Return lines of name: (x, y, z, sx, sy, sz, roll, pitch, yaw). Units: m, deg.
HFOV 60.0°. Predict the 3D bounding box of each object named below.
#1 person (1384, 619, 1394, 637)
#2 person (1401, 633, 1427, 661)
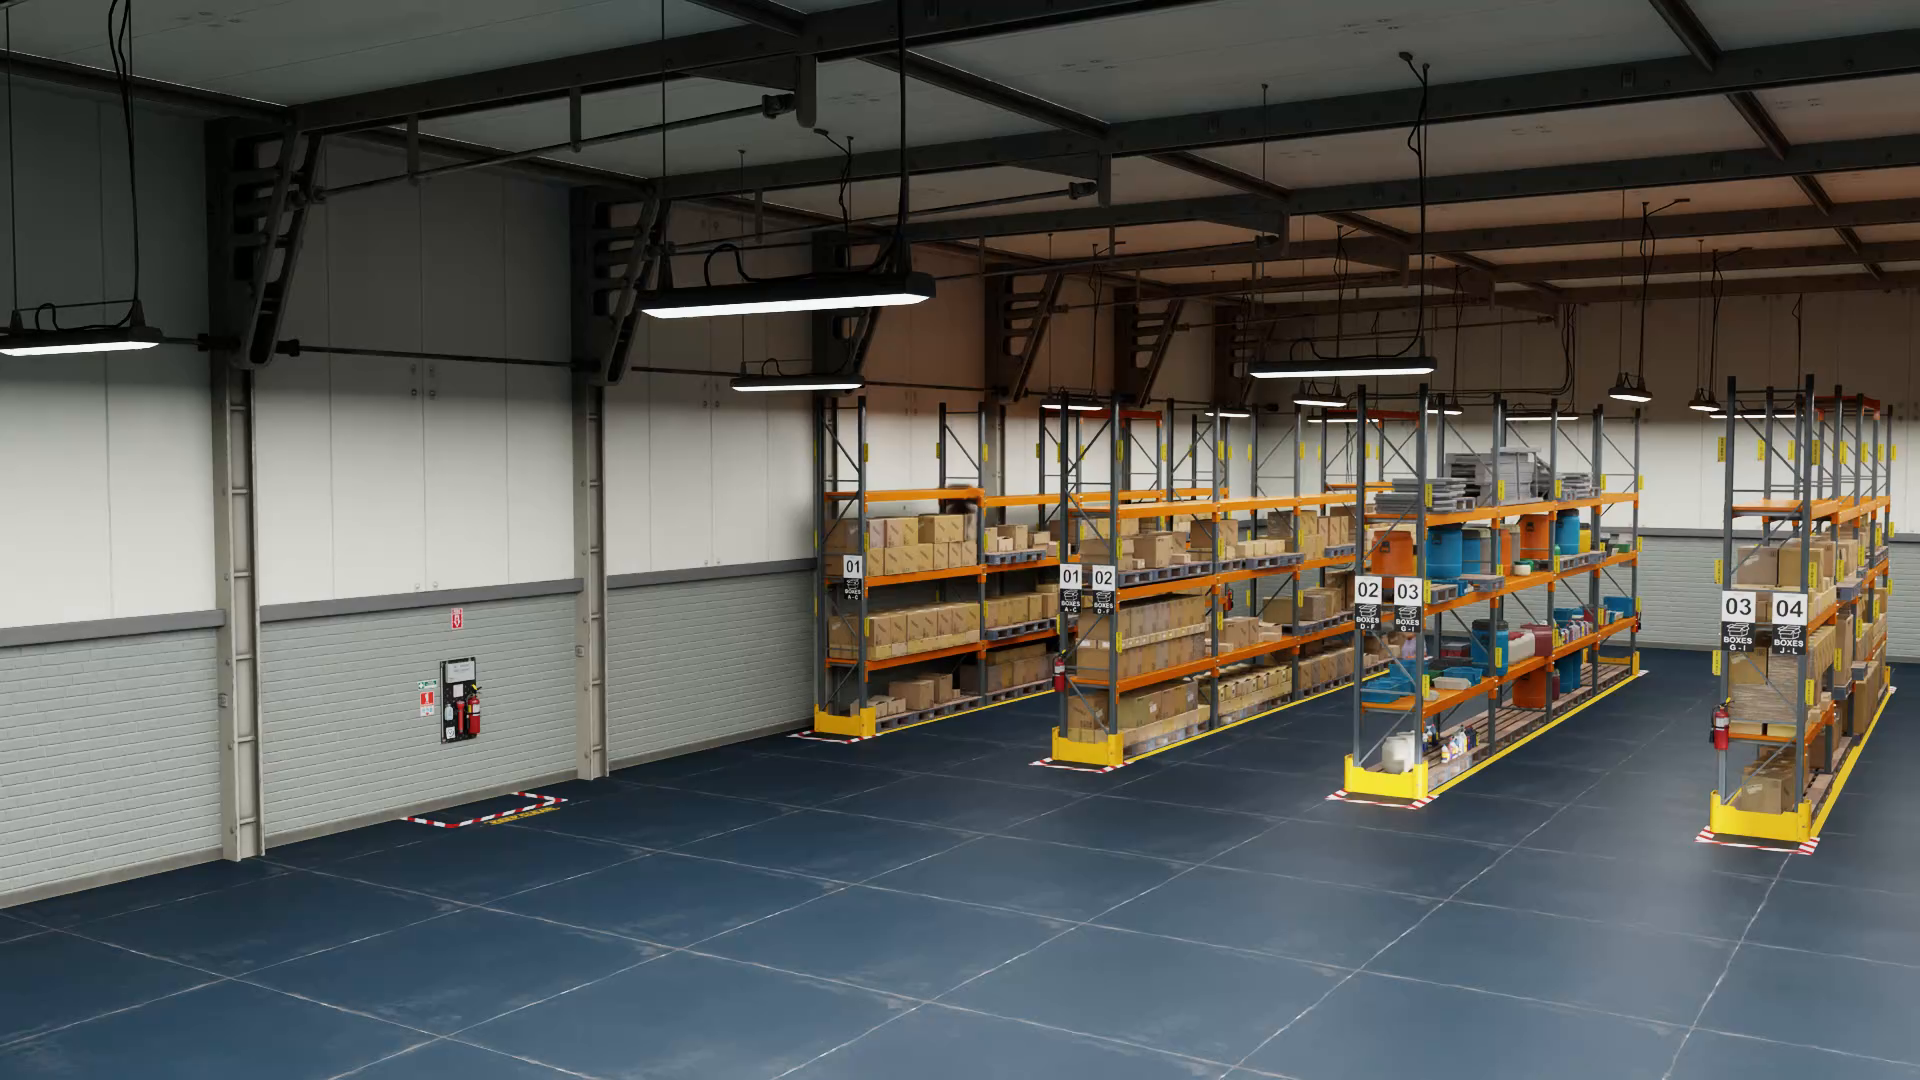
person: (11.104, 1.926, 41.988, 0.545, 1.735, 0.785, -2, 3, -27)
person: (8.721, 2.482, 32.023, 0.562, 1.601, 1.028, 2, 4, 32)
